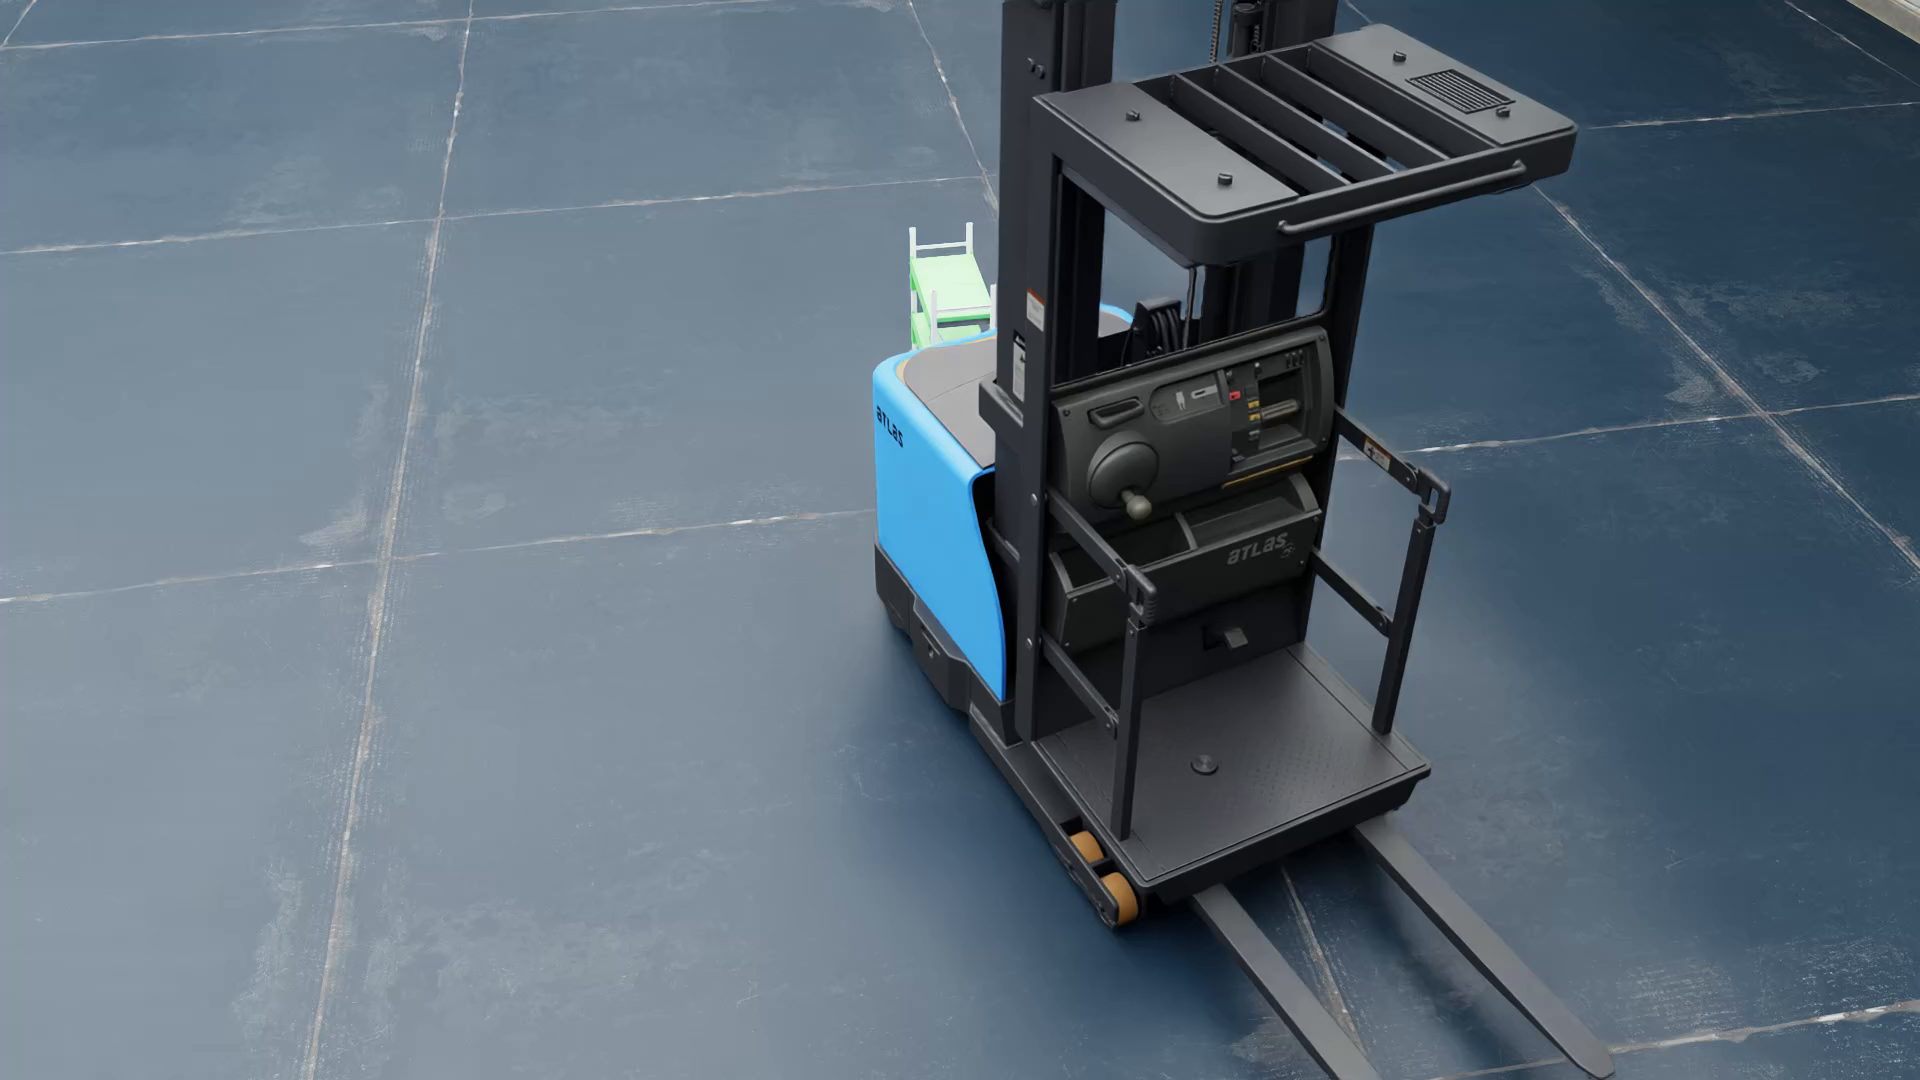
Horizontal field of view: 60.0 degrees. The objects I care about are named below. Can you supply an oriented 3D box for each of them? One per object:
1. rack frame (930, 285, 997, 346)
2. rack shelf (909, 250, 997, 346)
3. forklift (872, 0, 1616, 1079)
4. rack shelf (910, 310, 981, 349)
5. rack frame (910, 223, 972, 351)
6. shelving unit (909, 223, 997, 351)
[{"bbox_3d":[0.014,-0.426,6.321,0.240,1.200,0.015,-6,38,-8],"label":"rack frame"},{"bbox_3d":[-0.029,-0.902,6.255,0.258,0.148,0.480,-6,38,-8],"label":"rack shelf"},{"bbox_3d":[0.799,-0.268,4.706,1.130,2.935,3.031,-18,41,-21],"label":"forklift"},{"bbox_3d":[-0.029,-0.713,6.403,0.258,0.148,0.480,-6,38,-8],"label":"rack shelf"},{"bbox_3d":[-0.072,-0.721,6.700,0.240,1.200,0.015,-6,38,-8],"label":"rack frame"},{"bbox_3d":[-0.029,-0.574,6.511,0.258,1.200,0.503,-6,38,-8],"label":"shelving unit"}]
